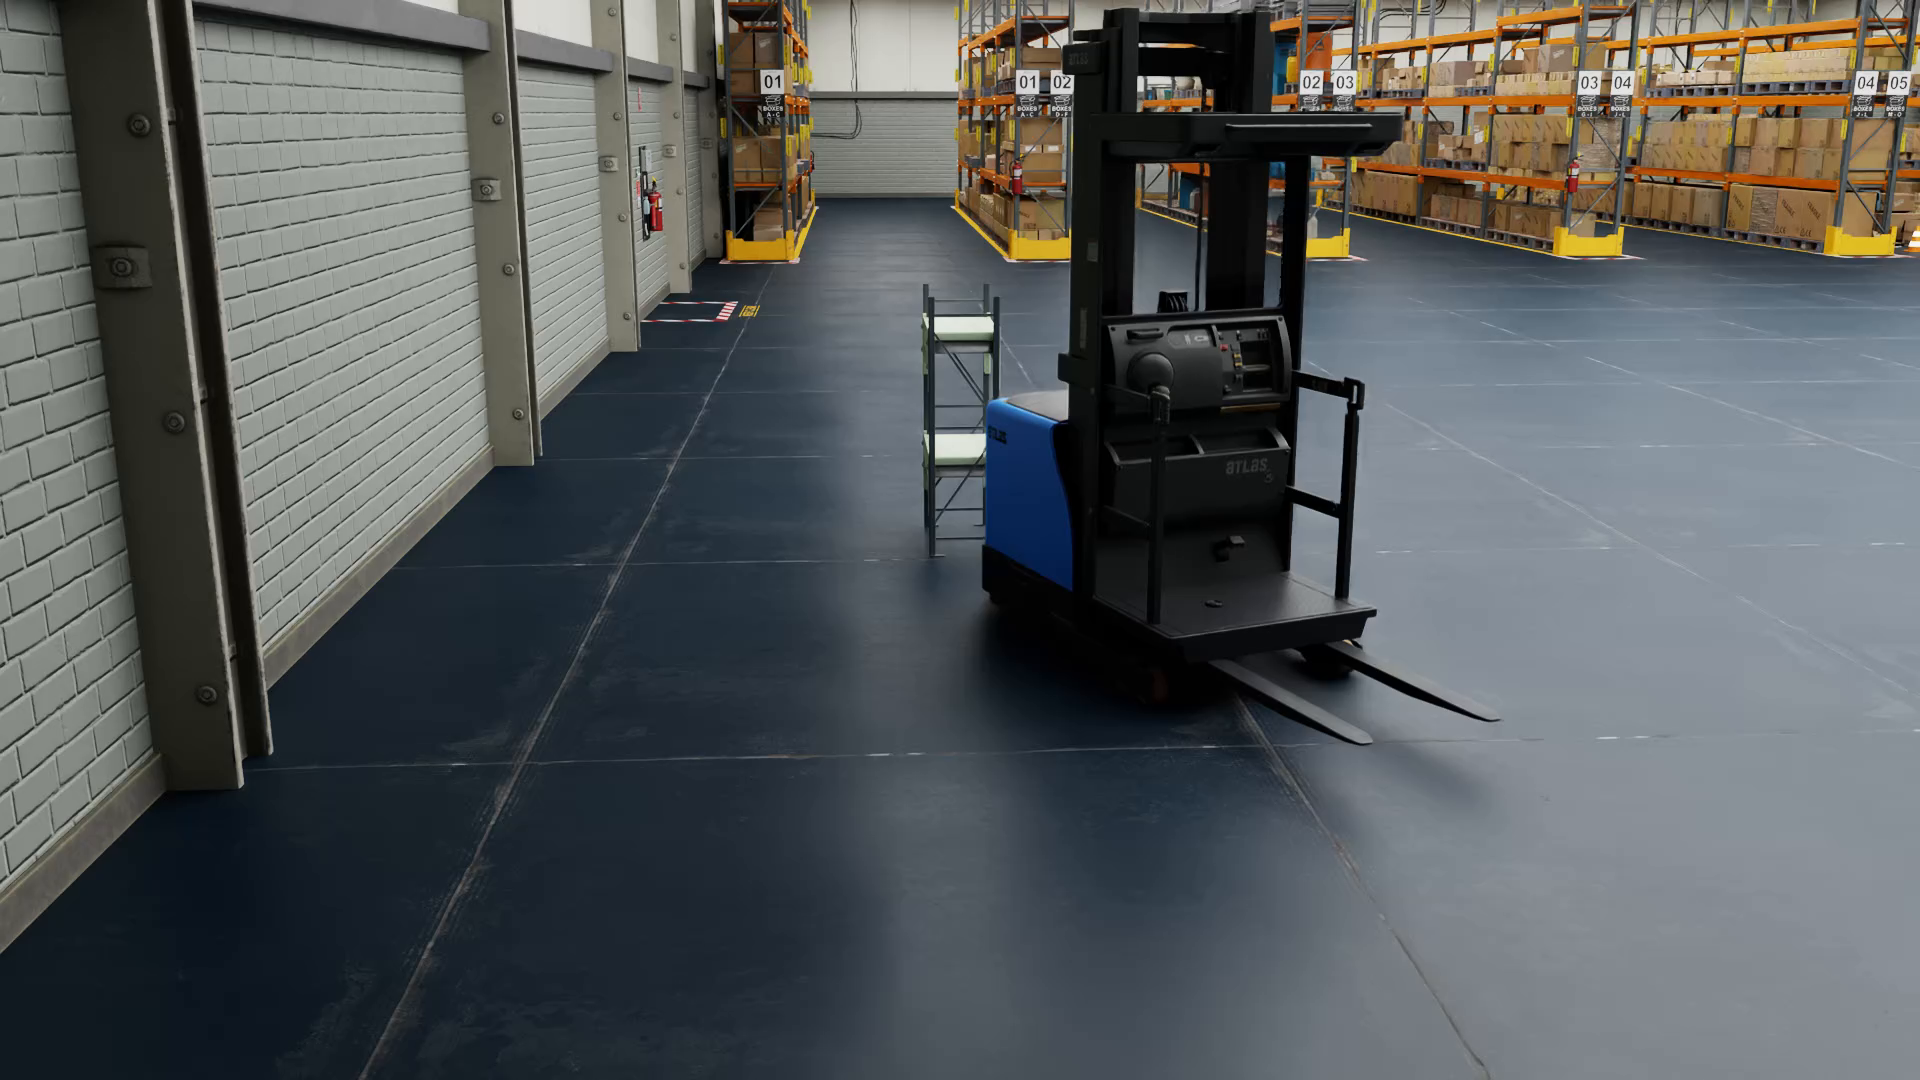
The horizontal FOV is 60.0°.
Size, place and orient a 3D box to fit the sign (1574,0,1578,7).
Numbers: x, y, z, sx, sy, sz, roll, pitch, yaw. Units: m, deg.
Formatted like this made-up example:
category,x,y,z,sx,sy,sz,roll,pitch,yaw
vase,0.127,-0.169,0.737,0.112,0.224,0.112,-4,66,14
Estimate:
category,x,y,z,sx,sy,sz,roll,pitch,yaw
sign,15.007,-13.017,40.524,0.100,0.325,0.005,-1,14,-3

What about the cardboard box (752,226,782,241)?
category,x,y,z,sx,sy,sz,roll,pitch,yaw
cardboard box,-3.448,-5.443,29.676,0.500,0.311,0.500,-3,15,-10

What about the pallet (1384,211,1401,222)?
category,x,y,z,sx,sy,sz,roll,pitch,yaw
pallet,10.795,-7.728,39.637,1.003,0.211,1.213,-1,14,-3

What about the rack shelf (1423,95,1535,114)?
category,x,y,z,sx,sy,sz,roll,pitch,yaw
rack shelf,10.965,-9.185,35.129,1.077,0.370,4.000,-1,14,-3

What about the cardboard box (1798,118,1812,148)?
category,x,y,z,sx,sy,sz,roll,pitch,yaw
cardboard box,16.284,-7.605,31.097,0.875,0.550,0.550,-1,14,-3

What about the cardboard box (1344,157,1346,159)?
category,x,y,z,sx,sy,sz,roll,pitch,yaw
cardboard box,10.153,-9.905,43.007,0.380,0.149,0.250,-1,14,-3

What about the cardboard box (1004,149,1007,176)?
category,x,y,z,sx,sy,sz,roll,pitch,yaw
cardboard box,1.235,-7.369,32.448,0.700,0.500,0.500,-1,14,-5

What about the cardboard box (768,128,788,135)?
category,x,y,z,sx,sy,sz,roll,pitch,yaw
cardboard box,-3.904,-8.759,35.665,0.380,0.149,0.250,-3,15,-13

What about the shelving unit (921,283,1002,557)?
category,x,y,z,sx,sy,sz,roll,pitch,yaw
shelving unit,0.000,-0.725,9.833,0.431,1.500,0.755,-1,14,-3

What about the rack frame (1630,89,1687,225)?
category,x,y,z,sx,sy,sz,roll,pitch,yaw
rack frame,15.798,-8.629,37.546,1.000,3.000,0.127,-1,14,-3

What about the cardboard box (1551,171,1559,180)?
category,x,y,z,sx,sy,sz,roll,pitch,yaw
cardboard box,11.032,-6.658,30.388,0.380,0.149,0.250,-1,14,-3

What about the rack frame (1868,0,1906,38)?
category,x,y,z,sx,sy,sz,roll,pitch,yaw
rack frame,25.191,-13.704,45.227,1.000,3.000,0.127,-1,14,-3

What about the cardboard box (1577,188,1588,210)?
category,x,y,z,sx,sy,sz,roll,pitch,yaw
cardboard box,15.366,-8.298,40.430,0.500,0.500,0.500,0,14,-1

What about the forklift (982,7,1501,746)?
category,x,y,z,sx,sy,sz,roll,pitch,yaw
forklift,1.178,-0.822,7.338,1.130,2.935,3.031,-6,16,-23

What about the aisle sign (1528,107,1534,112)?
category,x,y,z,sx,sy,sz,roll,pitch,yaw
aisle sign,15.597,-11.901,45.043,0.394,0.787,0.004,-1,14,-3

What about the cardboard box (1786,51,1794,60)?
category,x,y,z,sx,sy,sz,roll,pitch,yaw
cardboard box,15.823,-9.130,31.330,0.380,0.149,0.250,-1,14,-4

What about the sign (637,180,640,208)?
category,x,y,z,sx,sy,sz,roll,pitch,yaw
sign,-3.983,-4.291,20.611,0.001,0.329,0.234,-1,14,-3

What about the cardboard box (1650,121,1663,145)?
category,x,y,z,sx,sy,sz,roll,pitch,yaw
cardboard box,15.816,-9.050,36.974,0.700,0.500,0.500,-1,14,-4

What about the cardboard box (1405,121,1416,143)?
category,x,y,z,sx,sy,sz,roll,pitch,yaw
cardboard box,10.775,-9.457,38.546,0.797,0.503,0.637,-1,14,-2

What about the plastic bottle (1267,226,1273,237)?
category,x,y,z,sx,sy,sz,roll,pitch,yaw
plastic bottle,5.842,-5.820,31.359,0.097,0.201,0.097,0,14,0

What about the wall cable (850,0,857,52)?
category,x,y,z,sx,sy,sz,roll,pitch,yaw
wall cable,-1.779,-15.640,48.848,3.097,2.526,0.112,-1,14,-3

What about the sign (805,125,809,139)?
category,x,y,z,sx,sy,sz,roll,pitch,yaw
sign,-3.697,-9.877,40.228,0.100,0.325,0.005,-1,14,-3

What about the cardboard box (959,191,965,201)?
category,x,y,z,sx,sy,sz,roll,pitch,yaw
cardboard box,0.240,-9.033,43.750,0.500,0.250,0.500,-1,14,-3

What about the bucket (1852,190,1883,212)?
category,x,y,z,sx,sy,sz,roll,pitch,yaw
bucket,18.355,-6.787,33.905,0.726,0.611,0.620,4,5,16

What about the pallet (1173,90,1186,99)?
category,x,y,z,sx,sy,sz,roll,pitch,yaw
pallet,5.796,-10.664,39.813,1.213,0.211,1.003,-1,14,-3

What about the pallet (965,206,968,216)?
category,x,y,z,sx,sy,sz,roll,pitch,yaw
pallet,0.664,-8.241,41.633,1.003,0.211,1.213,-1,14,-3

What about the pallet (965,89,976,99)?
category,x,y,z,sx,sy,sz,roll,pitch,yaw
pallet,0.744,-10.361,38.634,1.213,0.211,1.003,-1,14,-3

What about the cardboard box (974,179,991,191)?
category,x,y,z,sx,sy,sz,roll,pitch,yaw
cardboard box,0.586,-8.289,38.851,0.500,0.250,0.500,-1,14,-4

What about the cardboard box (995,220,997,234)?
category,x,y,z,sx,sy,sz,roll,pitch,yaw
cardboard box,0.954,-6.059,32.229,0.500,0.250,0.500,-1,14,-3

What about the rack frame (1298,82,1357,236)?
category,x,y,z,sx,sy,sz,roll,pitch,yaw
rack frame,6.394,-6.512,29.316,1.000,3.000,0.127,-1,14,-3

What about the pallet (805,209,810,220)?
category,x,y,z,sx,sy,sz,roll,pitch,yaw
pallet,-4.115,-7.802,39.927,1.003,0.211,1.213,-1,14,-3

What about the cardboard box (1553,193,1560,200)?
category,x,y,z,sx,sy,sz,roll,pitch,yaw
cardboard box,15.213,-8.665,41.964,0.380,0.149,0.250,-1,14,-2

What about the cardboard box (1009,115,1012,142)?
category,x,y,z,sx,sy,sz,roll,pitch,yaw
cardboard box,1.298,-7.748,31.314,0.700,0.500,0.500,-1,14,-3

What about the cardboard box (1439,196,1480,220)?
category,x,y,z,sx,sy,sz,roll,pitch,yaw
cardboard box,10.950,-7.276,36.421,0.700,0.500,0.500,-2,15,-8

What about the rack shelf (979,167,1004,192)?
category,x,y,z,sx,sy,sz,roll,pitch,yaw
rack shelf,1.078,-7.580,34.912,1.077,0.370,4.000,-1,14,-3

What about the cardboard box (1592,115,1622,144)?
category,x,y,z,sx,sy,sz,roll,pitch,yaw
cardboard box,11.575,-7.406,29.987,0.500,0.500,0.500,-1,14,-3

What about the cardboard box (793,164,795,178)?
category,x,y,z,sx,sy,sz,roll,pitch,yaw
cardboard box,-3.309,-6.804,30.711,0.500,0.250,0.500,-1,14,-3

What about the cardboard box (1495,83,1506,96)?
category,x,y,z,sx,sy,sz,roll,pitch,yaw
cardboard box,10.861,-8.847,32.674,0.500,0.250,0.500,-1,15,-6

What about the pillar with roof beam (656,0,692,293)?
category,x,y,z,sx,sy,sz,roll,pitch,yaw
pillar with roof beam,0.267,-7.999,23.058,9.100,9.000,0.400,-1,14,-3

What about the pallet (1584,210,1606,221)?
category,x,y,z,sx,sy,sz,roll,pitch,yaw
pallet,15.679,-7.776,39.825,1.003,0.211,1.213,-1,14,-3

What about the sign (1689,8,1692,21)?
category,x,y,z,sx,sy,sz,roll,pitch,yaw
sign,19.682,-14.148,44.763,0.100,0.325,0.005,-1,14,-3

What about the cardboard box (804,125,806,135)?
category,x,y,z,sx,sy,sz,roll,pitch,yaw
cardboard box,-3.954,-9.797,39.739,0.500,0.250,0.500,-1,14,-2

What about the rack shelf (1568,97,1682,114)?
category,x,y,z,sx,sy,sz,roll,pitch,yaw
rack shelf,15.674,-10.231,39.195,1.077,0.370,4.000,-1,14,-3

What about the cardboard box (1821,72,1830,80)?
category,x,y,z,sx,sy,sz,roll,pitch,yaw
cardboard box,15.903,-8.427,30.199,0.380,0.149,0.250,-1,14,-3

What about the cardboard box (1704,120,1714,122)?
category,x,y,z,sx,sy,sz,roll,pitch,yaw
cardboard box,20.061,-10.873,44.059,0.500,0.500,0.500,-1,14,-4

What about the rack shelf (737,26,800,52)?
category,x,y,z,sx,sy,sz,roll,pitch,yaw
rack shelf,-3.866,-10.215,33.913,1.077,0.370,4.000,-1,14,-3

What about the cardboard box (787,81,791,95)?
category,x,y,z,sx,sy,sz,roll,pitch,yaw
cardboard box,-3.354,-8.353,30.211,0.500,0.500,0.500,0,14,0

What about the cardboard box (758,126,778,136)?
category,x,y,z,sx,sy,sz,roll,pitch,yaw
cardboard box,-4.277,-9.023,36.732,0.500,0.250,0.500,0,14,-2

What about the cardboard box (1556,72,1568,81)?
category,x,y,z,sx,sy,sz,roll,pitch,yaw
cardboard box,10.983,-8.359,29.975,0.380,0.149,0.250,-2,15,-6
